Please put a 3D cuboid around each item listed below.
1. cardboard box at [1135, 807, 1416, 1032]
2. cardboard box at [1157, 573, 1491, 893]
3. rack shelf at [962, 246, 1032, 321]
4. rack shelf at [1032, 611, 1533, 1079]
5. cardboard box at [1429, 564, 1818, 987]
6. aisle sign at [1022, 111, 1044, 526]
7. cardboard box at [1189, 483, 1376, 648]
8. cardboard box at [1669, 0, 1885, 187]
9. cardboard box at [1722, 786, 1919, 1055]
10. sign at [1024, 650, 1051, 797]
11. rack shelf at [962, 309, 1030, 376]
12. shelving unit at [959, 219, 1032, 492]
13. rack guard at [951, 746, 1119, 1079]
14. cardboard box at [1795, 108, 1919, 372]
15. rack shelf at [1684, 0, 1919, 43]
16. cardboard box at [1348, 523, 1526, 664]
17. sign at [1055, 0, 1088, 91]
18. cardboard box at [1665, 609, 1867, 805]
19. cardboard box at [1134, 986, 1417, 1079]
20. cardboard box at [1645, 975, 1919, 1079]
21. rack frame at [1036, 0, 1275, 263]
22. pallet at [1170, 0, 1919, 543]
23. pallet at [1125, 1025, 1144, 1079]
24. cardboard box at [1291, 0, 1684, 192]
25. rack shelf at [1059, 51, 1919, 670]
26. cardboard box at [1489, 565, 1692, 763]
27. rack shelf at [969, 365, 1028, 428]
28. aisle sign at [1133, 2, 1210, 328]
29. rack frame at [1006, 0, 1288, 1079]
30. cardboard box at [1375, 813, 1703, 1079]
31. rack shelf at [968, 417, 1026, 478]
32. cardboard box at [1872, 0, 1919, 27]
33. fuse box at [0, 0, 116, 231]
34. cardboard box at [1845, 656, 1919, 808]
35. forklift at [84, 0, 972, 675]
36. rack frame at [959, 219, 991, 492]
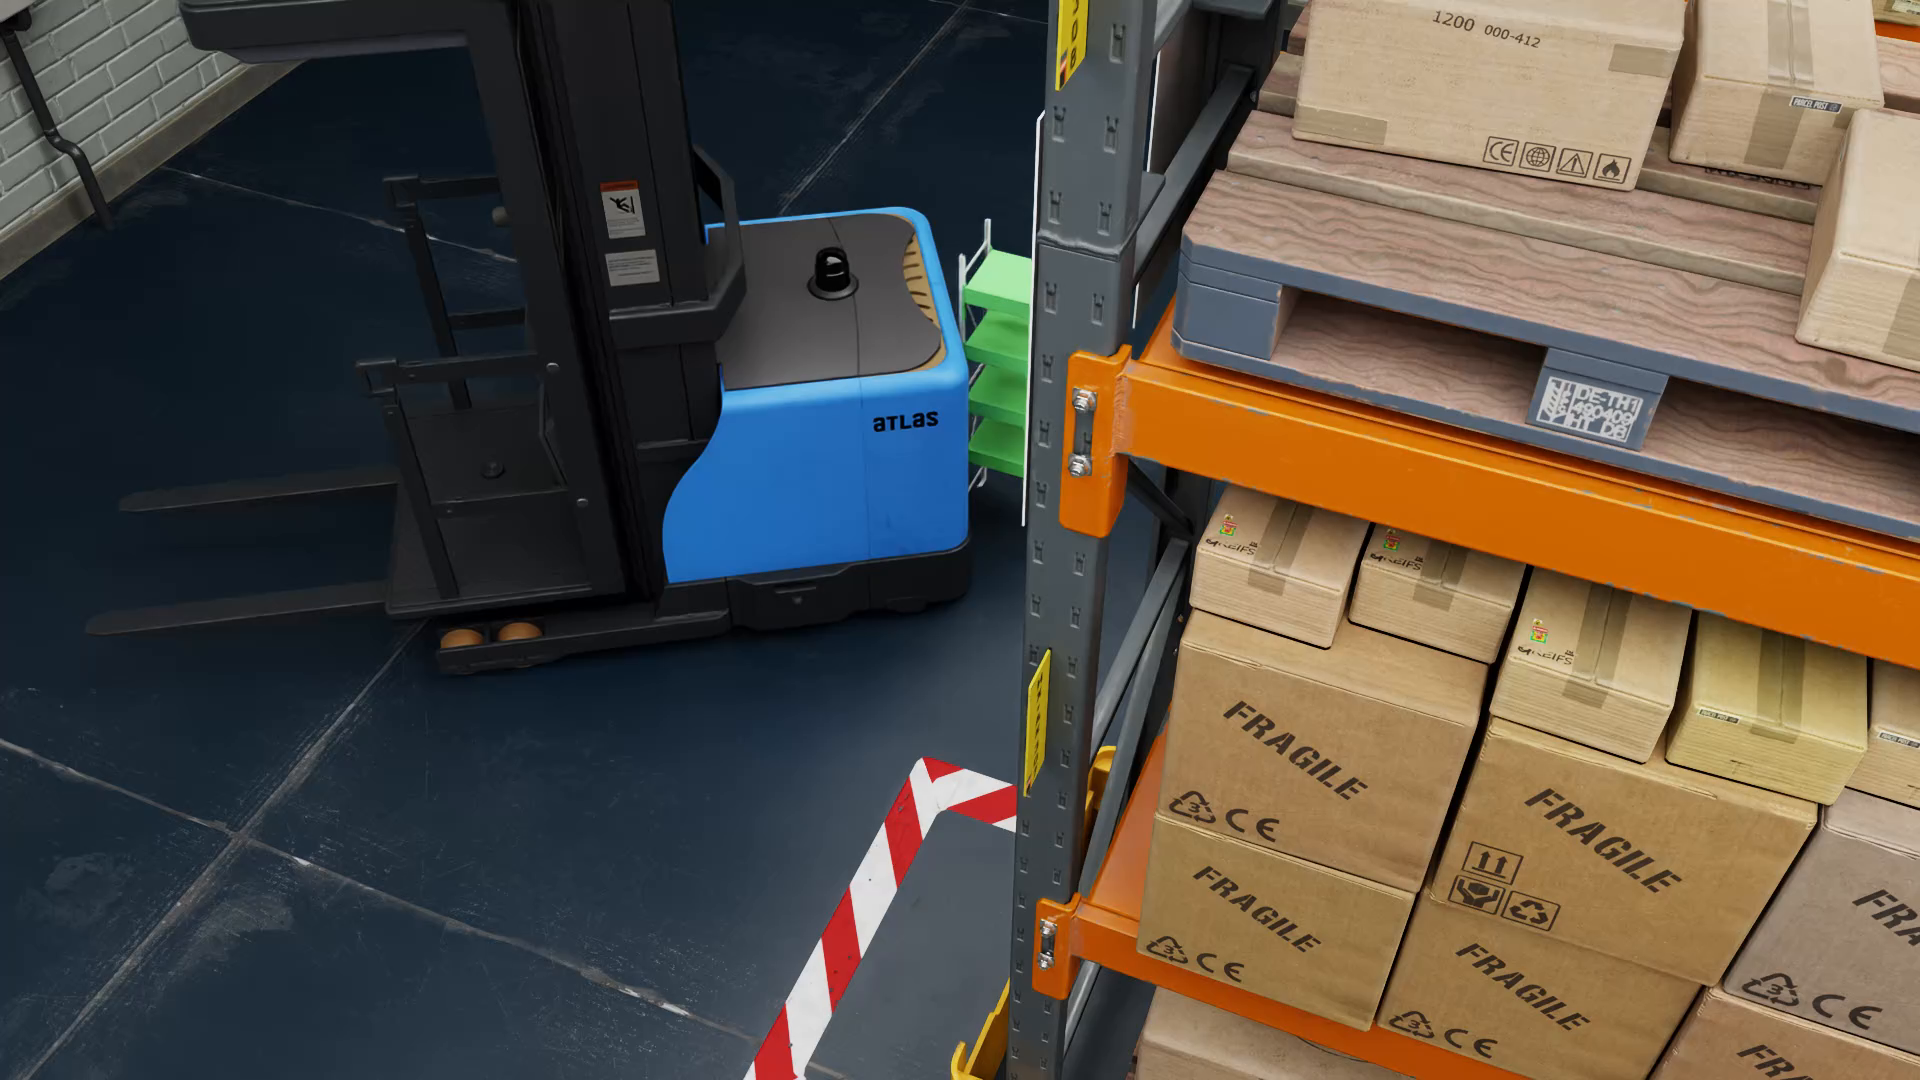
[{"bbox_3d":[0.695,0.603,3.447,0.500,0.500,0.500,16,47,16],"label":"cardboard box"},{"bbox_3d":[0.696,0.247,3.096,0.500,0.500,0.500,15,47,15],"label":"cardboard box"},{"bbox_3d":[0.275,-0.815,5.628,0.480,0.148,0.258,17,47,16],"label":"rack shelf"},{"bbox_3d":[2.209,1.119,3.509,4.000,0.370,1.077,16,47,16],"label":"rack shelf"},{"bbox_3d":[1.176,0.382,2.959,0.500,0.500,0.500,15,47,15],"label":"cardboard box"},{"bbox_3d":[0.185,-0.431,2.714,0.004,0.787,0.394,16,47,16],"label":"aisle sign"},{"bbox_3d":[0.584,-0.022,2.906,0.250,0.149,0.380,17,47,17],"label":"cardboard box"},{"bbox_3d":[1.230,-0.712,2.522,0.250,0.149,0.380,13,46,13],"label":"cardboard box"},{"bbox_3d":[1.654,0.517,2.824,0.500,0.500,0.500,16,47,16],"label":"cardboard box"},{"bbox_3d":[0.143,0.346,3.106,0.005,0.325,0.100,16,47,16],"label":"sign"},{"bbox_3d":[0.275,-0.645,5.797,0.480,0.148,0.258,17,47,16],"label":"rack shelf"},{"bbox_3d":[0.275,-0.520,5.922,0.503,1.200,0.258,17,47,16],"label":"shelving unit"},{"bbox_3d":[0.341,1.200,4.689,0.348,0.500,1.175,16,47,16],"label":"rack guard"},{"bbox_3d":[1.278,-0.393,2.201,0.250,0.149,0.380,18,48,17],"label":"cardboard box"},{"bbox_3d":[4.116,-2.113,6.757,4.000,0.370,1.077,16,47,16],"label":"rack shelf"},{"bbox_3d":[0.853,0.002,2.881,0.250,0.149,0.380,17,47,17],"label":"cardboard box"},{"bbox_3d":[0.143,-0.721,2.045,0.005,0.325,0.100,16,47,16],"label":"sign"},{"bbox_3d":[1.299,0.207,2.675,0.250,0.149,0.380,15,47,15],"label":"cardboard box"},{"bbox_3d":[1.010,1.194,4.442,0.875,0.438,0.875,15,47,15],"label":"cardboard box"},{"bbox_3d":[1.635,0.872,3.176,0.500,0.500,0.500,16,47,16],"label":"cardboard box"},{"bbox_3d":[0.363,-1.806,1.685,0.127,3.000,1.000,16,47,16],"label":"rack frame"},{"bbox_3d":[1.051,-0.516,2.579,1.213,0.211,1.003,16,47,16],"label":"pallet"},{"bbox_3d":[1.131,1.476,4.617,1.213,0.211,1.003,16,47,16],"label":"pallet"},{"bbox_3d":[0.813,-0.810,2.548,0.500,0.250,0.500,12,46,12],"label":"cardboard box"},{"bbox_3d":[2.209,0.056,2.451,4.000,0.370,1.077,16,47,16],"label":"rack shelf"},{"bbox_3d":[1.049,0.148,2.735,0.250,0.149,0.380,18,48,17],"label":"cardboard box"},{"bbox_3d":[0.275,-0.474,5.967,0.480,0.148,0.258,17,47,16],"label":"rack shelf"},{"bbox_3d":[0.416,-0.822,3.106,0.004,0.787,0.394,16,47,16],"label":"aisle sign"},{"bbox_3d":[0.363,0.321,3.801,0.127,3.000,1.000,16,47,16],"label":"rack frame"},{"bbox_3d":[1.173,0.722,3.327,0.500,0.500,0.500,16,47,15],"label":"cardboard box"},{"bbox_3d":[0.275,-0.304,6.136,0.480,0.148,0.258,17,47,16],"label":"rack shelf"},{"bbox_3d":[3.638,-2.172,6.485,0.250,0.149,0.380,15,47,15],"label":"cardboard box"},{"bbox_3d":[-3.907,-2.066,7.113,0.414,1.711,0.539,16,47,16],"label":"fuse box"},{"bbox_3d":[1.561,0.244,2.638,0.250,0.149,0.380,17,47,16],"label":"cardboard box"},{"bbox_3d":[-1.523,-0.974,5.151,3.031,2.935,1.130,-7,45,-7],"label":"forklift"},{"bbox_3d":[0.051,-0.587,5.989,0.015,1.200,0.240,17,47,16],"label":"rack frame"}]
